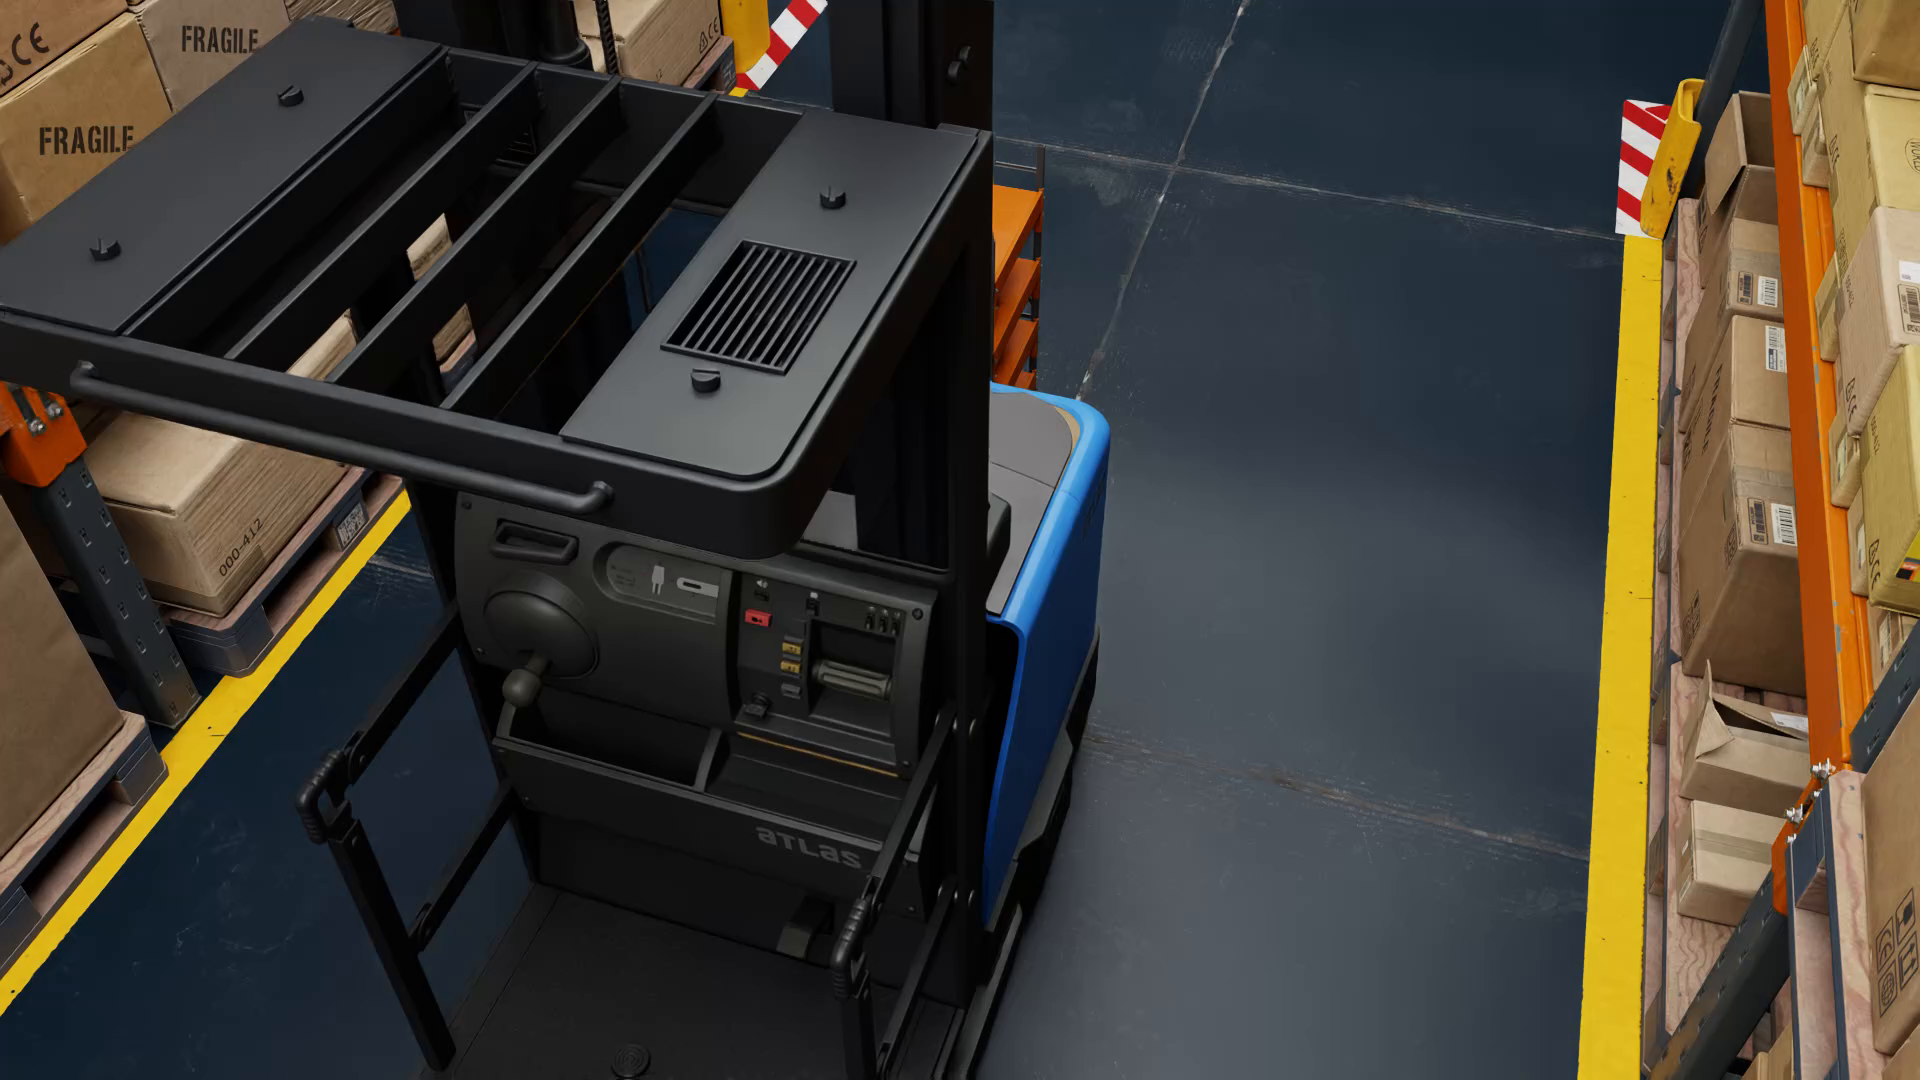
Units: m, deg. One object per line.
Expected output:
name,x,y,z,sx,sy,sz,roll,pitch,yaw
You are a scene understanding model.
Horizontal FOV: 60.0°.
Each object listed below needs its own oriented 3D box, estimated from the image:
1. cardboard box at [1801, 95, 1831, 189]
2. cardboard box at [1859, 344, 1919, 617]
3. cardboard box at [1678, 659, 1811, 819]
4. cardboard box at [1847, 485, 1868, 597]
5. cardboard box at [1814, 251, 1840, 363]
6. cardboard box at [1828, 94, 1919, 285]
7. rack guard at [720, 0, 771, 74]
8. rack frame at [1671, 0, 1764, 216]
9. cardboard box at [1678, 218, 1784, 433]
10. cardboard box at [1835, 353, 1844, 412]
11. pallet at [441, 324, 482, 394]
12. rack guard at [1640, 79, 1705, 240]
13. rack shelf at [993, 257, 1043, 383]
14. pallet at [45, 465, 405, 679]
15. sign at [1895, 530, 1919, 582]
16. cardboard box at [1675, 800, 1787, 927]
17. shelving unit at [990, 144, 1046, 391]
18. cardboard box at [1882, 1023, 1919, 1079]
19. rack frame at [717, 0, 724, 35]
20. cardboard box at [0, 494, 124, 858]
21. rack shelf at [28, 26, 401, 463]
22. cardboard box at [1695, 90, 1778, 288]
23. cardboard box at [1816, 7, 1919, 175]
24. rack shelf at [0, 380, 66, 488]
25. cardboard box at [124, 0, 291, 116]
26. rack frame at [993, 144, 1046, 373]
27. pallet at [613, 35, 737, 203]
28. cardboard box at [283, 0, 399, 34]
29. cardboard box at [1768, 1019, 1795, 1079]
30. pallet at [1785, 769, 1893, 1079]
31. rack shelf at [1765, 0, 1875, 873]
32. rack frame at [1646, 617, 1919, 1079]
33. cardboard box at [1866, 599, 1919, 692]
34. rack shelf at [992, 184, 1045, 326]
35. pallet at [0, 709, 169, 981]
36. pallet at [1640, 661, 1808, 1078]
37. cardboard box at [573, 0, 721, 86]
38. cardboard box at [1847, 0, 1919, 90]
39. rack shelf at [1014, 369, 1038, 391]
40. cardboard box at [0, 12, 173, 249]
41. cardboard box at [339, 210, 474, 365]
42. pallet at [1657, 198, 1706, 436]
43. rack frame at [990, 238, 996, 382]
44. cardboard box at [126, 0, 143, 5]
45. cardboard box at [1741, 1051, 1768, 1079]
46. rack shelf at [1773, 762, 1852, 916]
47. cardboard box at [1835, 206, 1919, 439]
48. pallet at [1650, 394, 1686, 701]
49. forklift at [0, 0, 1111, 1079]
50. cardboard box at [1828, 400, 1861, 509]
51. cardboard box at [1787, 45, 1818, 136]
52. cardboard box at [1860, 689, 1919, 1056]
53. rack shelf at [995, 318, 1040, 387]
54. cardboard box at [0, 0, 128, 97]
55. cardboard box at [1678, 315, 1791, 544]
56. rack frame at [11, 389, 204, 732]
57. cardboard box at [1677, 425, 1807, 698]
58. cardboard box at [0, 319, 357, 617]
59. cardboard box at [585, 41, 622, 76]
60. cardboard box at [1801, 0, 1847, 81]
cardboard box,2.414,-1.016,4.323,0.380,0.149,0.250,14,46,13
cardboard box,1.983,-0.072,3.074,0.500,0.250,0.500,14,46,14
cardboard box,2.058,0.527,4.221,0.396,0.266,0.258,14,46,14
cardboard box,1.975,0.017,3.267,0.380,0.149,0.250,14,46,14
cardboard box,2.187,-0.507,3.803,0.380,0.149,0.250,12,46,12
cardboard box,2.284,-0.739,3.755,0.500,0.250,0.500,12,46,12
rack guard,-1.452,-2.466,7.413,1.175,0.500,0.348,13,46,13
rack frame,3.273,-2.295,5.450,1.000,3.000,0.127,13,46,13
cardboard box,2.701,-0.602,5.208,0.700,0.500,0.500,14,46,14
cardboard box,2.136,-0.330,3.623,0.380,0.149,0.250,14,46,14
pallet,-1.998,-0.987,6.108,1.003,0.211,1.213,13,46,12
rack guard,3.250,-1.351,6.273,1.175,0.500,0.348,13,46,13
rack shelf,0.050,-0.651,4.834,0.258,0.148,0.480,13,46,13
pallet,-2.366,-0.171,5.274,1.003,0.211,1.213,13,46,13
sign,1.542,-0.048,2.535,0.100,0.325,0.005,13,46,13
cardboard box,1.950,0.807,4.019,0.380,0.149,0.250,11,45,11
shelving unit,0.050,-0.539,4.943,0.258,1.200,0.503,13,46,13
cardboard box,1.545,0.806,1.910,0.700,0.500,0.500,13,46,13
rack frame,-1.459,-3.344,6.522,1.000,3.000,0.127,13,46,13
cardboard box,-2.782,0.362,3.954,0.875,0.875,0.875,14,46,14
rack shelf,-2.065,-1.753,5.411,1.077,0.370,4.000,13,46,13
cardboard box,2.997,-1.165,5.780,0.797,0.503,0.637,11,45,11
cardboard box,2.441,-1.082,4.106,0.500,0.250,0.500,11,46,11
rack shelf,-3.276,0.913,2.687,1.077,0.370,4.000,13,46,13
cardboard box,-2.123,-1.305,4.367,0.500,0.500,0.500,13,46,13
rack frame,0.124,-0.702,5.109,0.240,1.200,0.015,13,46,13
pallet,-1.627,-1.797,6.936,1.003,0.211,1.213,13,46,13
cardboard box,-1.966,-1.635,4.705,0.500,0.500,0.500,13,46,13
cardboard box,1.699,1.066,3.039,0.380,0.149,0.250,15,46,14
pallet,1.715,0.950,2.272,1.003,0.211,1.213,13,46,13
rack shelf,2.667,-0.705,4.340,1.077,0.370,4.000,13,46,13
rack frame,2.058,0.371,2.726,0.949,2.616,0.053,13,46,13
cardboard box,1.917,0.195,3.085,0.380,0.149,0.250,13,46,13
rack shelf,0.050,-0.820,4.668,0.258,0.148,0.480,13,46,13
pallet,-2.832,0.850,4.231,1.003,0.211,1.213,13,46,13
pallet,2.270,0.911,4.169,1.003,0.211,1.213,13,46,13
cardboard box,-1.564,-2.117,6.800,0.875,0.438,0.875,11,45,11
cardboard box,2.424,-1.370,3.864,0.500,0.500,0.500,14,46,14
rack shelf,0.050,-0.349,5.129,0.258,0.148,0.480,13,46,13
cardboard box,-2.279,-0.970,4.026,0.500,0.500,0.500,14,46,14
cardboard box,-2.108,-0.904,5.561,0.875,0.438,0.875,11,45,11
pallet,3.009,-0.716,5.831,1.003,0.211,1.213,13,46,13
rack frame,-0.024,-0.377,4.777,0.240,1.200,0.015,13,46,13
cardboard box,-2.137,-1.672,4.027,0.500,0.500,0.500,12,46,12
cardboard box,1.700,1.390,3.172,0.500,0.500,0.500,14,46,14
rack shelf,1.456,1.962,1.615,1.077,0.370,4.000,13,46,13
cardboard box,2.121,-0.409,3.418,0.500,0.250,0.500,13,46,13
pallet,2.638,0.095,5.002,1.003,0.211,1.213,13,46,13
forklift,-0.564,0.264,2.885,1.130,2.935,3.031,13,46,13
cardboard box,2.031,-0.161,3.450,0.380,0.149,0.250,14,46,14
cardboard box,2.474,-1.196,4.507,0.380,0.149,0.250,11,46,11
cardboard box,1.702,0.461,2.263,0.700,0.500,0.500,14,46,14
rack shelf,0.050,-0.491,4.990,0.258,0.148,0.480,13,46,13
cardboard box,-2.296,-1.337,3.685,0.500,0.500,0.500,13,46,13
cardboard box,2.446,-0.271,4.869,0.500,0.500,0.500,13,46,13
rack frame,-2.671,-0.677,3.798,1.000,3.000,0.127,13,46,13
cardboard box,2.387,0.090,4.501,0.700,0.500,0.500,11,45,11
cardboard box,-2.378,-0.307,4.951,0.875,0.438,0.875,12,46,12
cardboard box,-1.833,-1.505,6.175,0.875,0.438,0.875,14,46,14
cardboard box,2.576,-1.427,4.459,0.500,0.250,0.500,12,46,12
